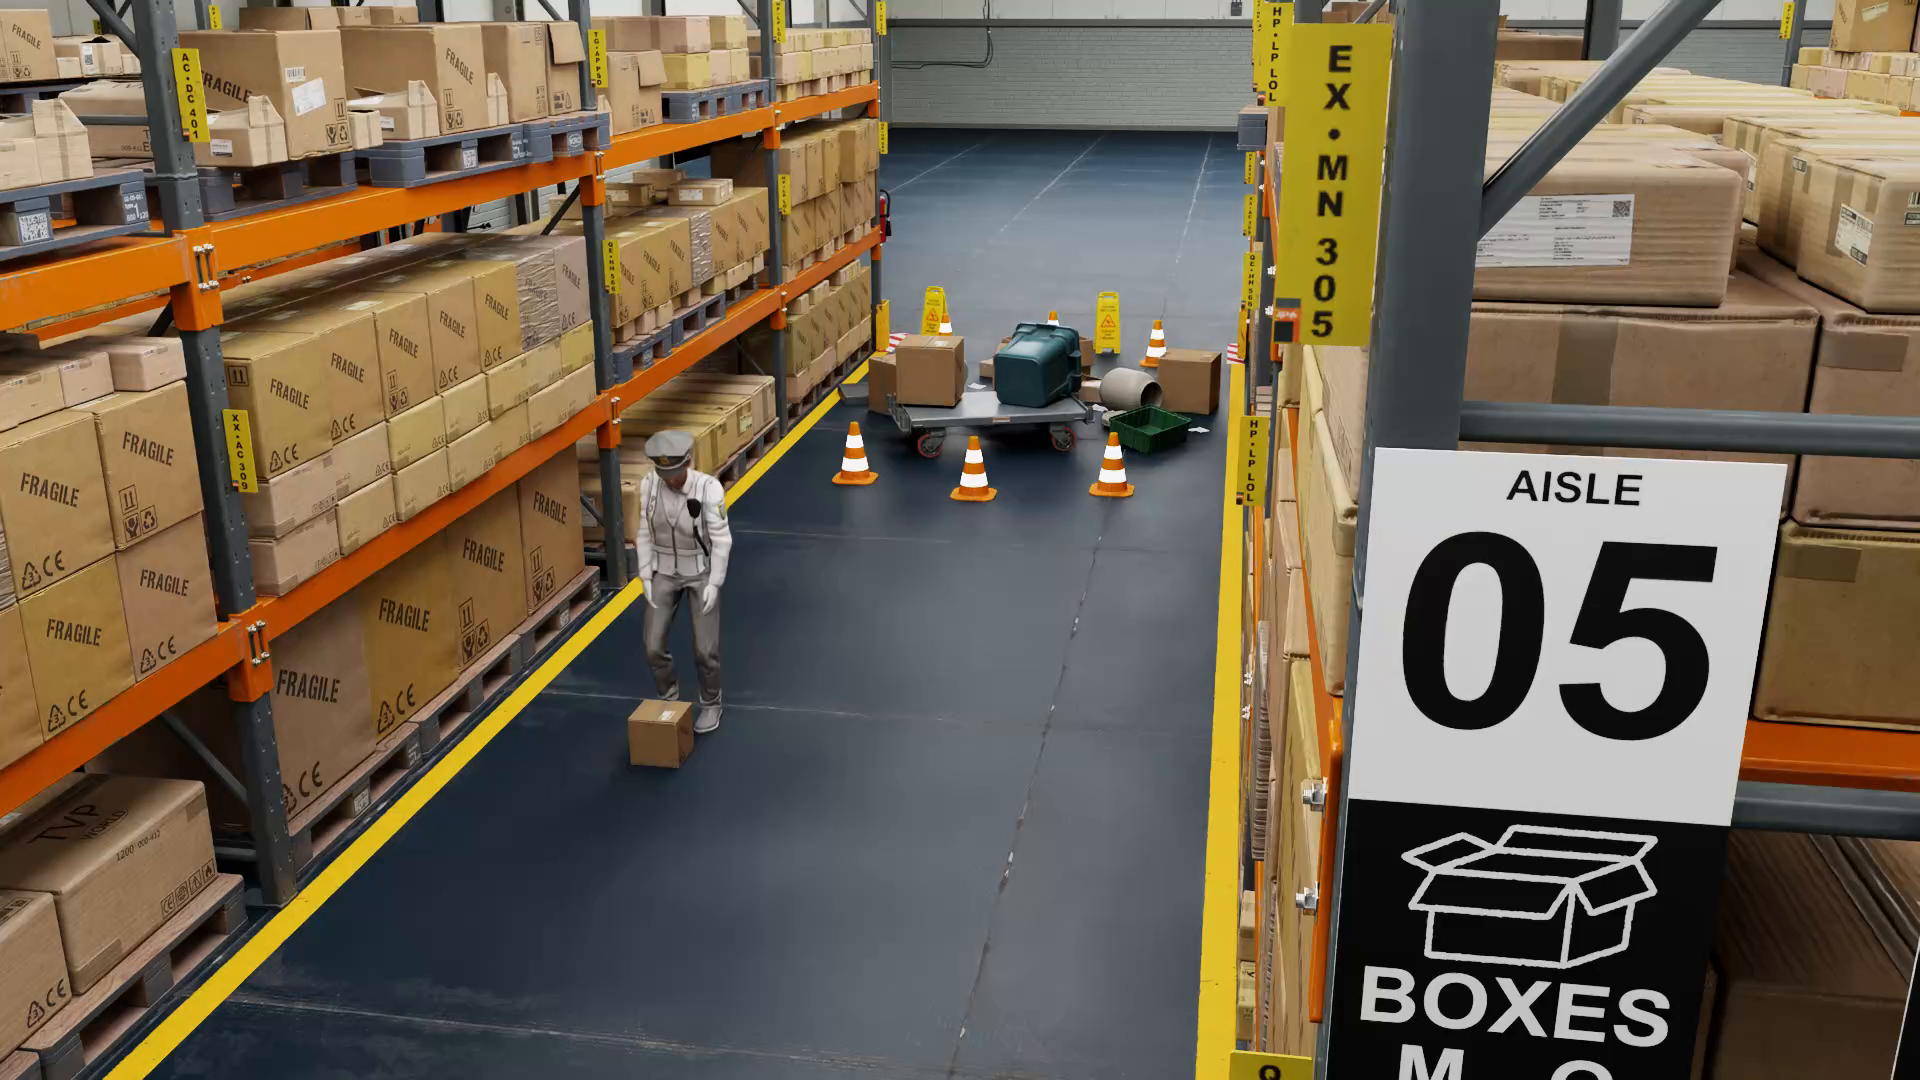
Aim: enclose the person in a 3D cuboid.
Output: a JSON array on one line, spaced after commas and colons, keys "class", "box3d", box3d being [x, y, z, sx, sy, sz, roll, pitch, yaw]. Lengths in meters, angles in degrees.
[{"class": "person", "box3d": [-1.410, 0.212, 8.529, 0.508, 1.597, 0.485, 3, 18, 10]}]
